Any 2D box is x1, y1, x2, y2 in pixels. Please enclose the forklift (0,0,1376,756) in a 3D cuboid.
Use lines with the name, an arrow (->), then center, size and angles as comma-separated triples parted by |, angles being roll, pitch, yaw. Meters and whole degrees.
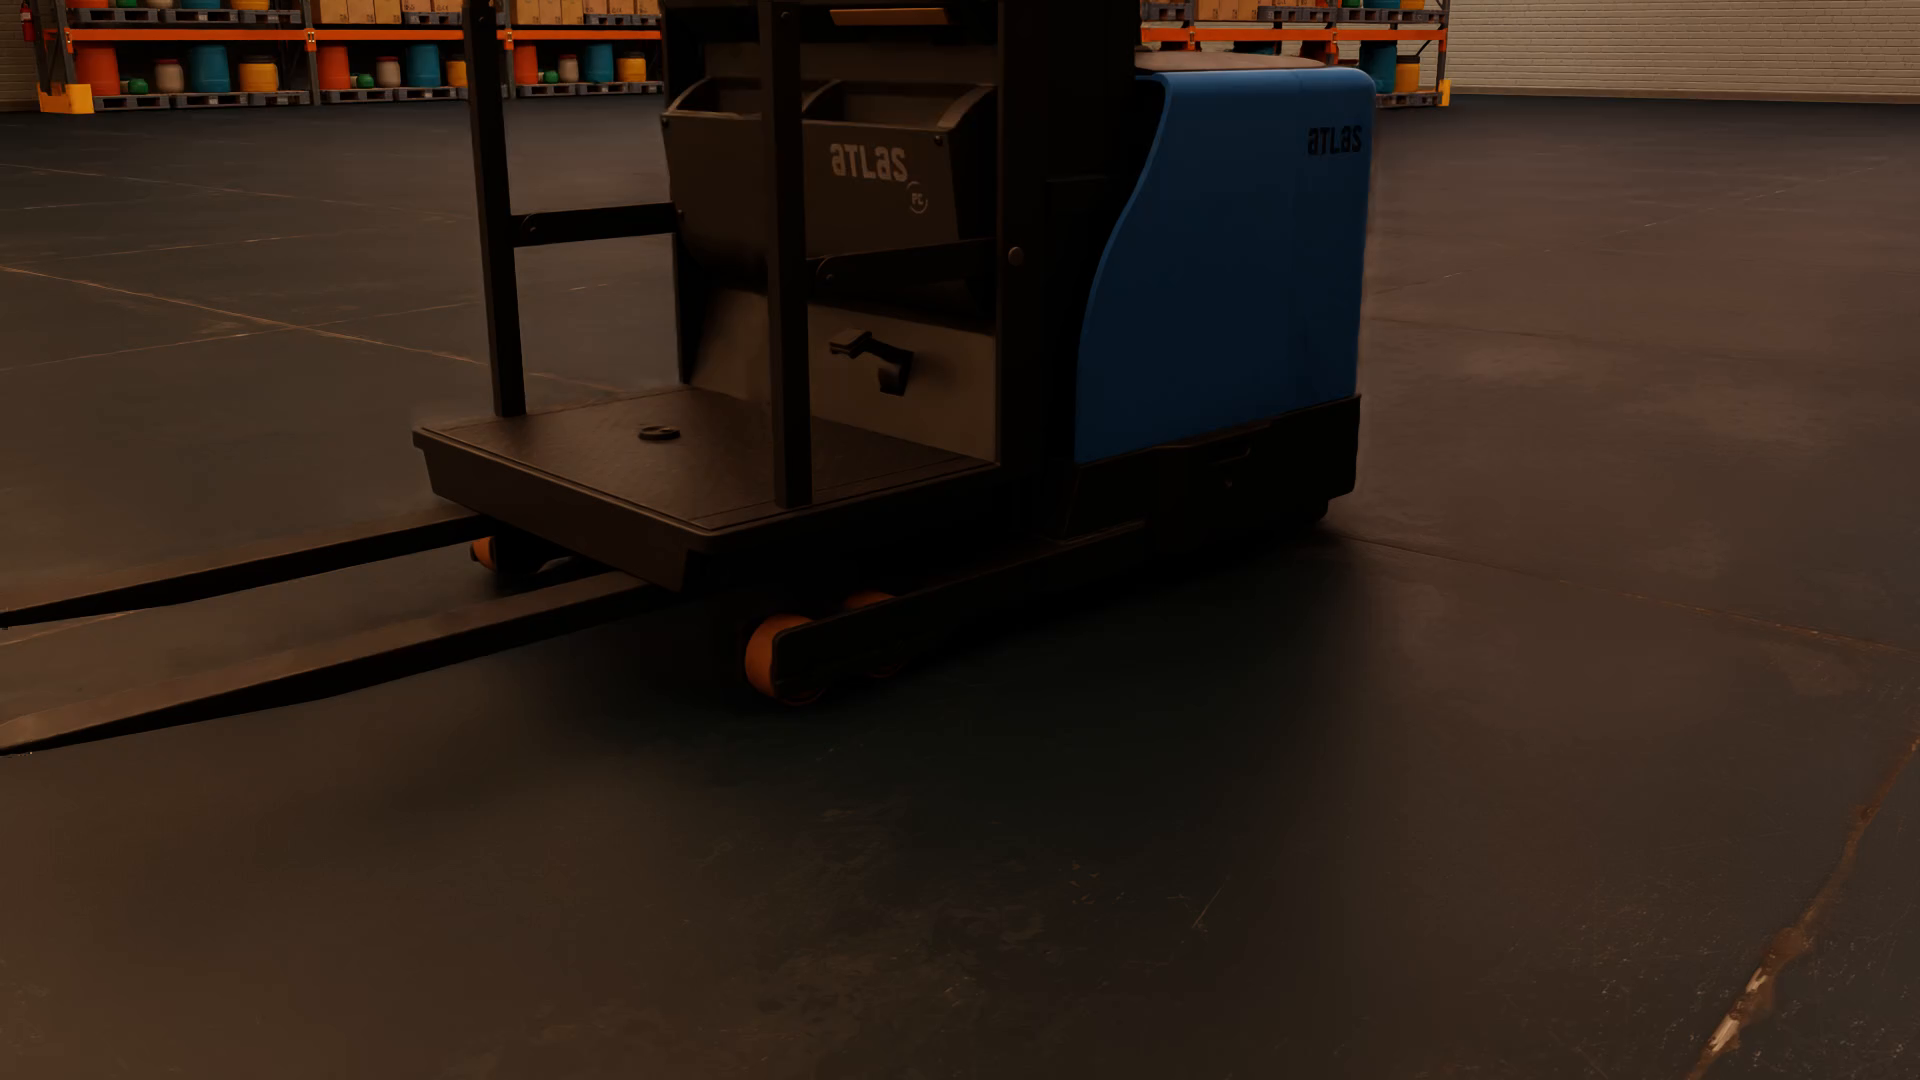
forklift -> -0.438, -1.275, 3.098 | 3.031, 2.935, 1.130 | -15, 23, -41
